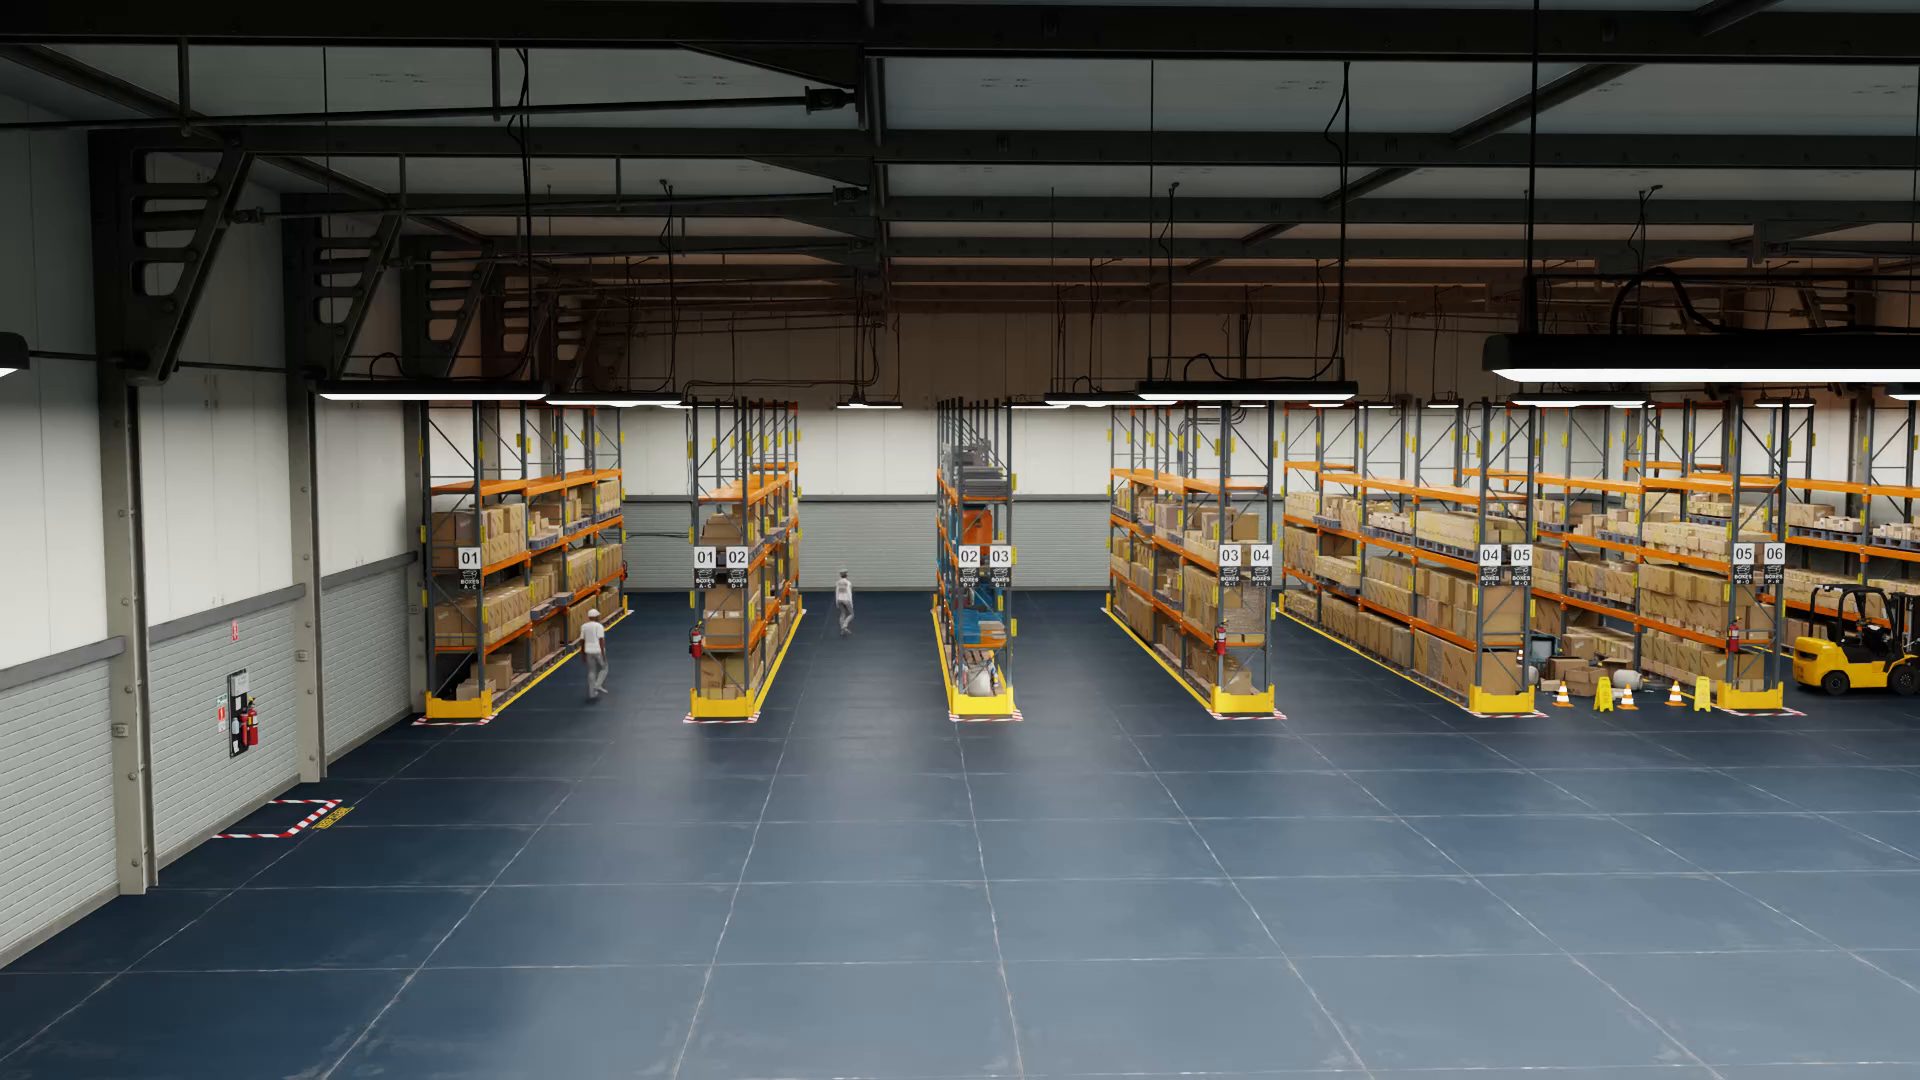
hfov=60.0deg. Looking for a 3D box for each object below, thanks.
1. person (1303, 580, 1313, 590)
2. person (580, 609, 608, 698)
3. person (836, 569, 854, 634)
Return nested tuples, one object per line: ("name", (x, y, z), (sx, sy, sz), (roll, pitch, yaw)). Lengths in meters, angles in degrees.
("person", (10.620, 0.989, 50.284), (0.681, 1.665, 0.492), (-3, 5, -37))
("person", (-7.342, 2.265, 33.327), (0.601, 1.754, 0.509), (1, 4, 10))
("person", (-2.996, 1.592, 42.697), (0.514, 1.676, 0.458), (3, 5, 36))
